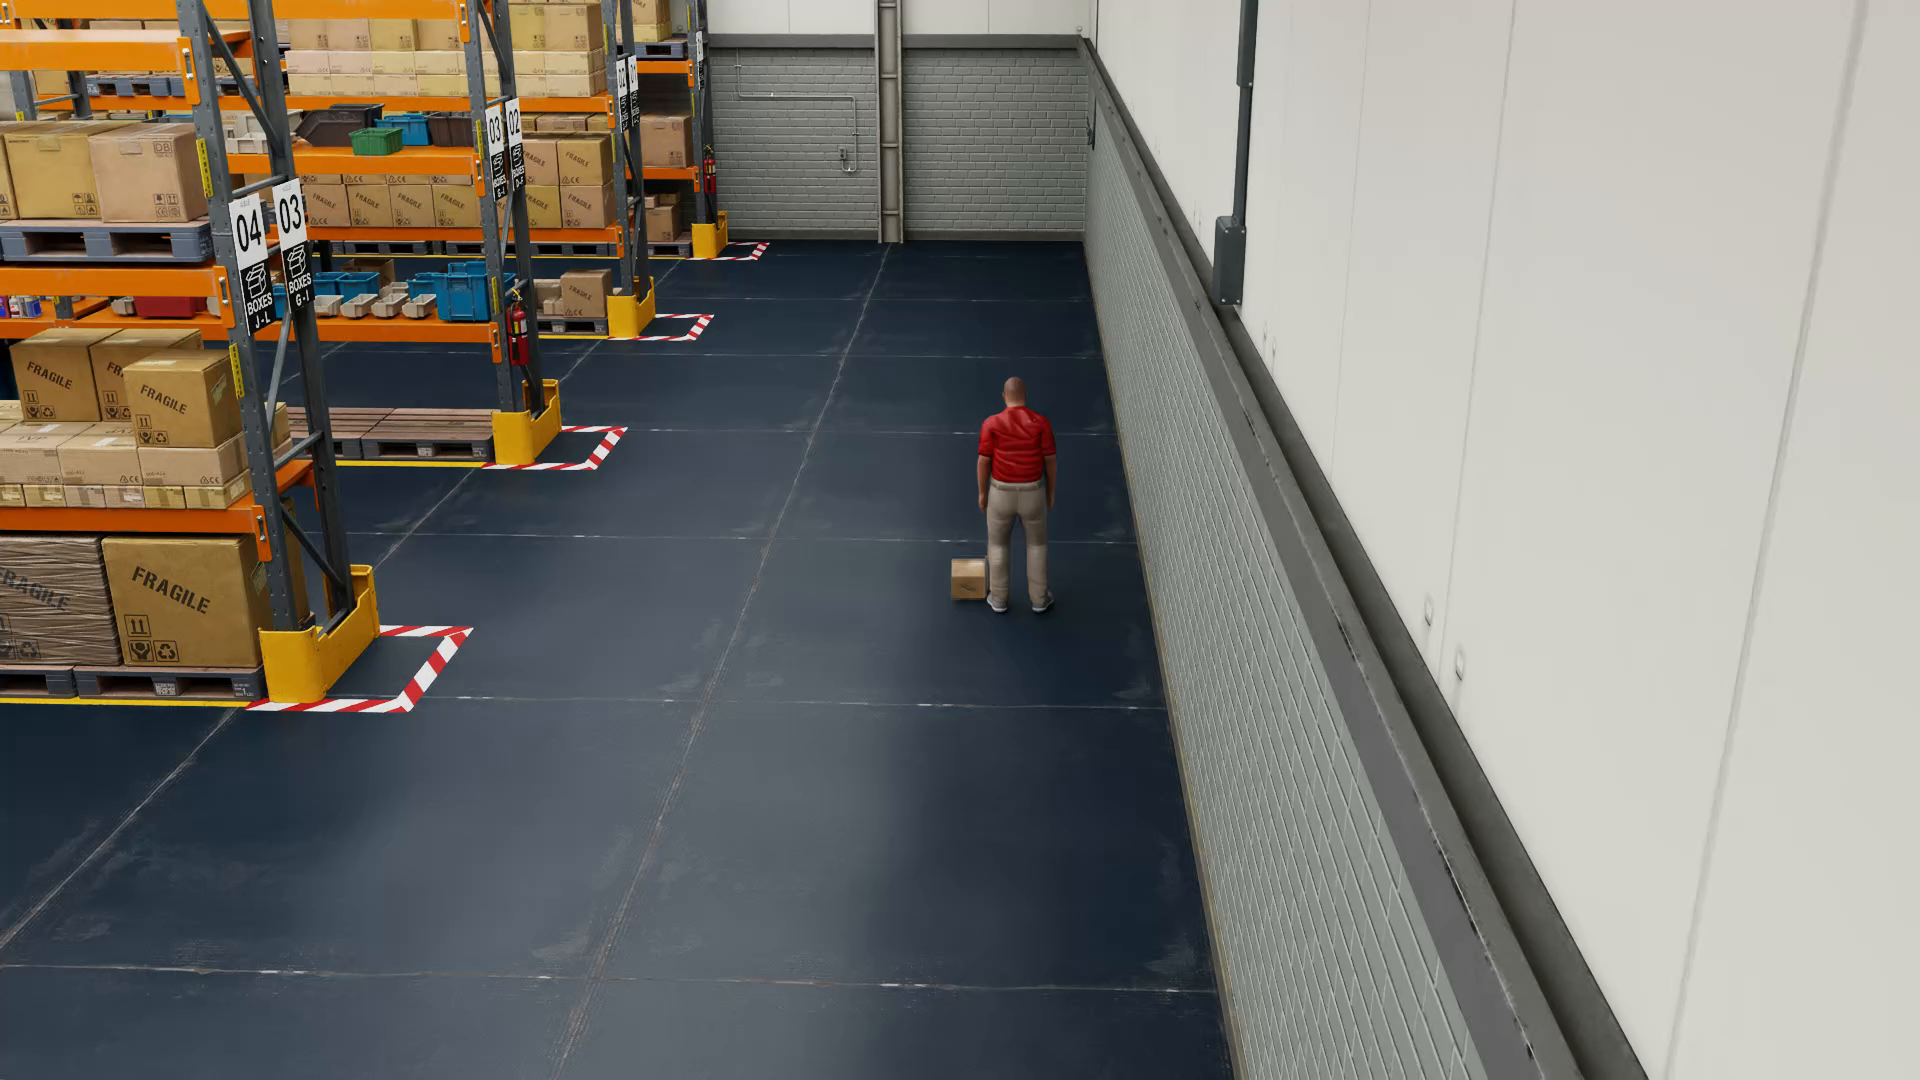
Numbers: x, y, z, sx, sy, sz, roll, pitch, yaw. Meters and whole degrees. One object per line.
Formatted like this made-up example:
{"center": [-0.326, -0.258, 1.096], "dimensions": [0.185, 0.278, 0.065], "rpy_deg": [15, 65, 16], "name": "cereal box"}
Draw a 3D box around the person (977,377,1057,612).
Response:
{"center": [0.407, -0.316, 11.937], "dimensions": [0.576, 1.727, 0.390], "rpy_deg": [0, 21, 0], "name": "person"}
